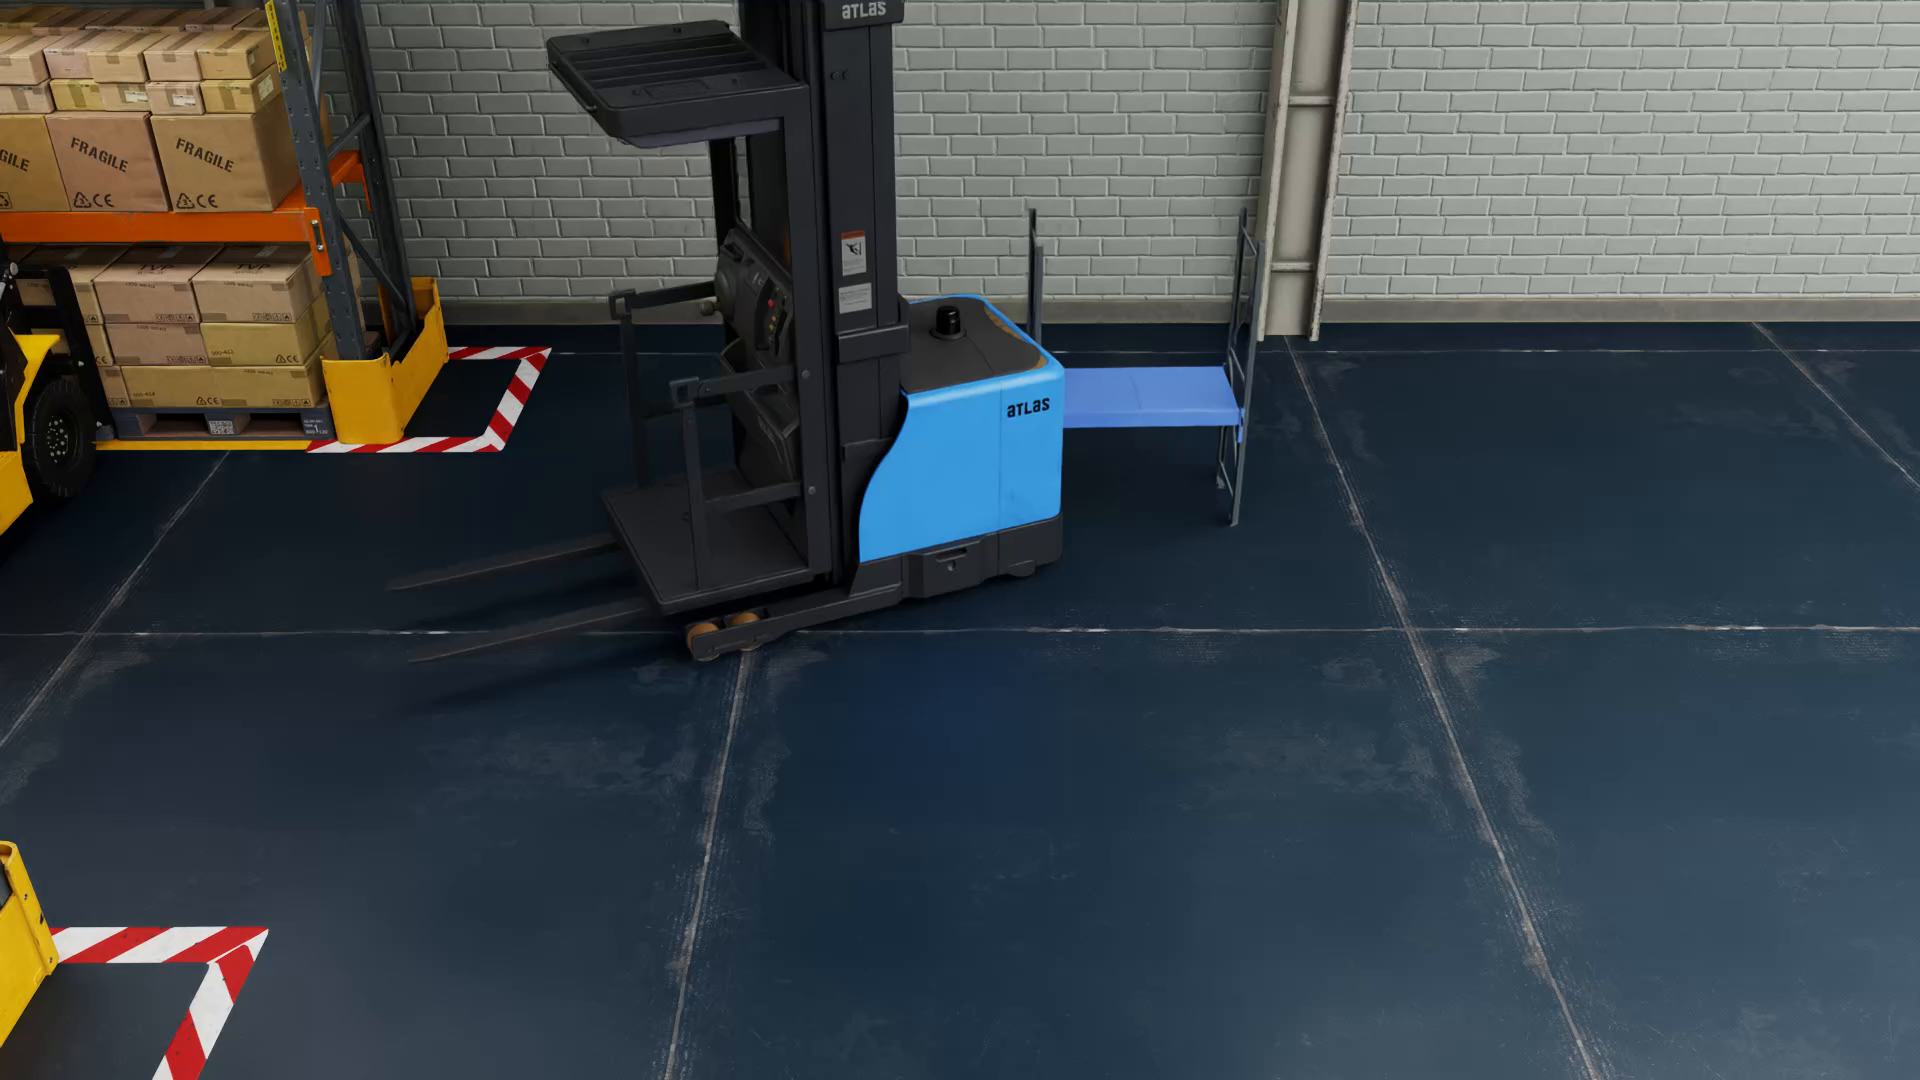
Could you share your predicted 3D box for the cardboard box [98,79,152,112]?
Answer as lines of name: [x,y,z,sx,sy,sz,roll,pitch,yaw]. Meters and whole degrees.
cardboard box: [-4.142,-2.298,8.424,0.250,0.149,0.380,0,31,1]

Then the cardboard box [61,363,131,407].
cardboard box: [-4.748,-0.955,9.178,0.500,0.250,0.500,0,31,0]

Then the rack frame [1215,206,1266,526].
rack frame: [1.374,-0.840,8.189,0.032,1.500,0.500,-1,31,-2]

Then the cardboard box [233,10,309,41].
cardboard box: [-3.619,-2.667,8.745,0.250,0.149,0.380,-1,31,-1]

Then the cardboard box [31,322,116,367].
cardboard box: [-4.785,-1.155,9.026,0.500,0.250,0.500,-1,31,-1]

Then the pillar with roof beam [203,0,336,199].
pillar with roof beam: [-3.958,-2.907,4.366,0.400,9.000,9.100,0,31,0]

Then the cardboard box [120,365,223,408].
cardboard box: [-4.247,-0.952,9.173,0.500,0.250,0.500,0,31,0]

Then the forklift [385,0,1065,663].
forklift: [-1.073,-1.030,7.121,3.031,2.935,1.130,-13,34,-21]

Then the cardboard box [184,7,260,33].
cardboard box: [-3.886,-2.698,8.797,0.250,0.149,0.380,1,31,1]

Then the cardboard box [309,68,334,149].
cardboard box: [-3.779,-2.295,9.044,0.500,0.500,0.500,1,31,1]

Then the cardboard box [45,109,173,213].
cardboard box: [-4.292,-2.018,8.588,0.500,0.500,0.500,1,31,1]

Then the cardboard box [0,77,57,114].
cardboard box: [-4.657,-2.278,8.391,0.250,0.149,0.380,-1,31,-2]

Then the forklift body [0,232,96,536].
forklift body: [-5.167,-0.795,7.486,1.214,2.155,2.313,0,31,0]

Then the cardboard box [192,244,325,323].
cardboard box: [-3.741,-1.378,8.911,0.500,0.250,0.500,1,31,1]

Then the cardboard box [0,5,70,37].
cardboard box: [-4.919,-2.719,8.831,0.250,0.149,0.380,-1,31,-1]

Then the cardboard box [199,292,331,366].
cardboard box: [-3.767,-1.164,9.040,0.500,0.250,0.500,-1,31,-1]

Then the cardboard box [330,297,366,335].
cardboard box: [-3.774,-1.214,9.604,0.500,0.250,0.500,0,31,0]

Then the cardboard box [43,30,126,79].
cardboard box: [-4.396,-2.453,8.392,0.250,0.149,0.380,0,31,0]

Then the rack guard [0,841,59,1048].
rack guard: [-3.324,1.534,5.240,0.348,0.500,1.175,0,31,0]

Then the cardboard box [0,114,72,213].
cardboard box: [-4.804,-2.016,8.585,0.500,0.500,0.500,-1,31,-1]

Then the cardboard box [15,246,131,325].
cardboard box: [-4.756,-1.367,8.893,0.500,0.250,0.500,0,31,0]

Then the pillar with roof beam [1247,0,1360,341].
pillar with roof beam: [2.042,-2.926,4.397,0.400,9.000,9.100,0,31,0]

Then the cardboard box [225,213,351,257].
cardboard box: [-3.764,-1.638,9.340,0.500,0.250,0.500,-1,31,-1]

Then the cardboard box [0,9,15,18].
cardboard box: [-5.166,-2.677,8.761,0.250,0.149,0.380,0,31,0]

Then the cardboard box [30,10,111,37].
cardboard box: [-4.656,-2.668,8.748,0.250,0.149,0.380,1,31,1]

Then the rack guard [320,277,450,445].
rack guard: [-3.258,-1.041,9.484,0.348,0.500,1.175,0,31,0]

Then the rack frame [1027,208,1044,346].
rack frame: [0.358,-0.824,8.162,0.032,1.500,0.500,-1,31,-2]

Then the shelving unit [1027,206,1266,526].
shelving unit: [0.866,-0.832,8.175,1.048,1.500,0.538,-1,31,-2]

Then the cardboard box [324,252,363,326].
cardboard box: [-3.754,-1.434,9.485,0.500,0.250,0.500,0,31,1]

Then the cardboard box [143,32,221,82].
cardboard box: [-3.886,-2.430,8.354,0.250,0.149,0.380,0,31,0]

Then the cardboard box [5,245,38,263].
cardboard box: [-5.263,-1.369,8.896,0.500,0.250,0.500,-1,31,-1]

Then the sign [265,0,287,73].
sign: [-3.293,-2.425,8.010,0.005,0.325,0.100,0,31,0]

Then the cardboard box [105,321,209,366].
cardboard box: [-4.269,-1.168,9.047,0.500,0.250,0.500,0,31,-1]

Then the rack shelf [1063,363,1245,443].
rack shelf: [0.866,-0.678,8.269,1.000,0.185,0.538,-1,31,-2]

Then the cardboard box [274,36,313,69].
cardboard box: [-3.623,-2.563,8.861,0.250,0.149,0.380,-1,31,-2]

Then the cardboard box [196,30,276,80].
cardboard box: [-3.639,-2.447,8.382,0.250,0.149,0.380,0,31,0]

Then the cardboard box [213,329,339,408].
cardboard box: [-3.750,-0.948,9.167,0.500,0.250,0.500,0,31,0]

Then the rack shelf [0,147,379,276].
rack shelf: [-5.282,-1.796,9.012,4.000,0.370,1.077,0,31,0]

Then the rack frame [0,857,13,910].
rack frame: [-3.248,0.465,4.592,0.127,3.000,1.000,0,31,0]

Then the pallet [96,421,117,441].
pallet: [-5.264,-0.891,9.515,1.213,0.211,1.003,0,31,0]

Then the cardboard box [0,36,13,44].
cardboard box: [-4.915,-2.391,8.290,0.250,0.149,0.380,0,31,1]

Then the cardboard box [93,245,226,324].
cardboard box: [-4.251,-1.373,8.904,0.500,0.250,0.500,0,31,1]

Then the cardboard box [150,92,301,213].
cardboard box: [-3.773,-2.015,8.582,0.500,0.500,0.500,-1,31,-1]

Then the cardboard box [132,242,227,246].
cardboard box: [-4.264,-1.634,9.334,0.500,0.250,0.500,0,31,0]

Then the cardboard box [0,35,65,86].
cardboard box: [-4.656,-2.394,8.296,0.250,0.149,0.380,1,31,1]

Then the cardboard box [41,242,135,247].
cardboard box: [-4.764,-1.638,9.341,0.500,0.250,0.500,0,31,-1]

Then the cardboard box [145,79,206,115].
cardboard box: [-3.883,-2.267,8.373,0.250,0.149,0.380,0,31,0]

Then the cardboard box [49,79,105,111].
cardboard box: [-4.390,-2.303,8.433,0.250,0.149,0.380,0,31,-1]

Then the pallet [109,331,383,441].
pallet: [-4.047,-0.893,9.519,1.213,0.211,1.003,0,31,0]

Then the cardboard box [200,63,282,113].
cardboard box: [-3.627,-2.283,8.400,0.250,0.149,0.380,0,31,0]

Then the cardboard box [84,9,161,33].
cardboard box: [-4.393,-2.682,8.771,0.250,0.149,0.380,0,31,0]

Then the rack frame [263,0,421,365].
rack frame: [-3.282,-2.110,8.835,0.127,3.000,1.000,0,31,0]

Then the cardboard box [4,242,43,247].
cardboard box: [-5.276,-1.640,9.344,0.500,0.250,0.500,-1,31,-1]

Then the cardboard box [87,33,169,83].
cardboard box: [-4.147,-2.415,8.330,0.250,0.149,0.380,0,31,1]

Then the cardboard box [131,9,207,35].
cardboard box: [-4.145,-2.675,8.759,0.250,0.149,0.380,0,31,1]
